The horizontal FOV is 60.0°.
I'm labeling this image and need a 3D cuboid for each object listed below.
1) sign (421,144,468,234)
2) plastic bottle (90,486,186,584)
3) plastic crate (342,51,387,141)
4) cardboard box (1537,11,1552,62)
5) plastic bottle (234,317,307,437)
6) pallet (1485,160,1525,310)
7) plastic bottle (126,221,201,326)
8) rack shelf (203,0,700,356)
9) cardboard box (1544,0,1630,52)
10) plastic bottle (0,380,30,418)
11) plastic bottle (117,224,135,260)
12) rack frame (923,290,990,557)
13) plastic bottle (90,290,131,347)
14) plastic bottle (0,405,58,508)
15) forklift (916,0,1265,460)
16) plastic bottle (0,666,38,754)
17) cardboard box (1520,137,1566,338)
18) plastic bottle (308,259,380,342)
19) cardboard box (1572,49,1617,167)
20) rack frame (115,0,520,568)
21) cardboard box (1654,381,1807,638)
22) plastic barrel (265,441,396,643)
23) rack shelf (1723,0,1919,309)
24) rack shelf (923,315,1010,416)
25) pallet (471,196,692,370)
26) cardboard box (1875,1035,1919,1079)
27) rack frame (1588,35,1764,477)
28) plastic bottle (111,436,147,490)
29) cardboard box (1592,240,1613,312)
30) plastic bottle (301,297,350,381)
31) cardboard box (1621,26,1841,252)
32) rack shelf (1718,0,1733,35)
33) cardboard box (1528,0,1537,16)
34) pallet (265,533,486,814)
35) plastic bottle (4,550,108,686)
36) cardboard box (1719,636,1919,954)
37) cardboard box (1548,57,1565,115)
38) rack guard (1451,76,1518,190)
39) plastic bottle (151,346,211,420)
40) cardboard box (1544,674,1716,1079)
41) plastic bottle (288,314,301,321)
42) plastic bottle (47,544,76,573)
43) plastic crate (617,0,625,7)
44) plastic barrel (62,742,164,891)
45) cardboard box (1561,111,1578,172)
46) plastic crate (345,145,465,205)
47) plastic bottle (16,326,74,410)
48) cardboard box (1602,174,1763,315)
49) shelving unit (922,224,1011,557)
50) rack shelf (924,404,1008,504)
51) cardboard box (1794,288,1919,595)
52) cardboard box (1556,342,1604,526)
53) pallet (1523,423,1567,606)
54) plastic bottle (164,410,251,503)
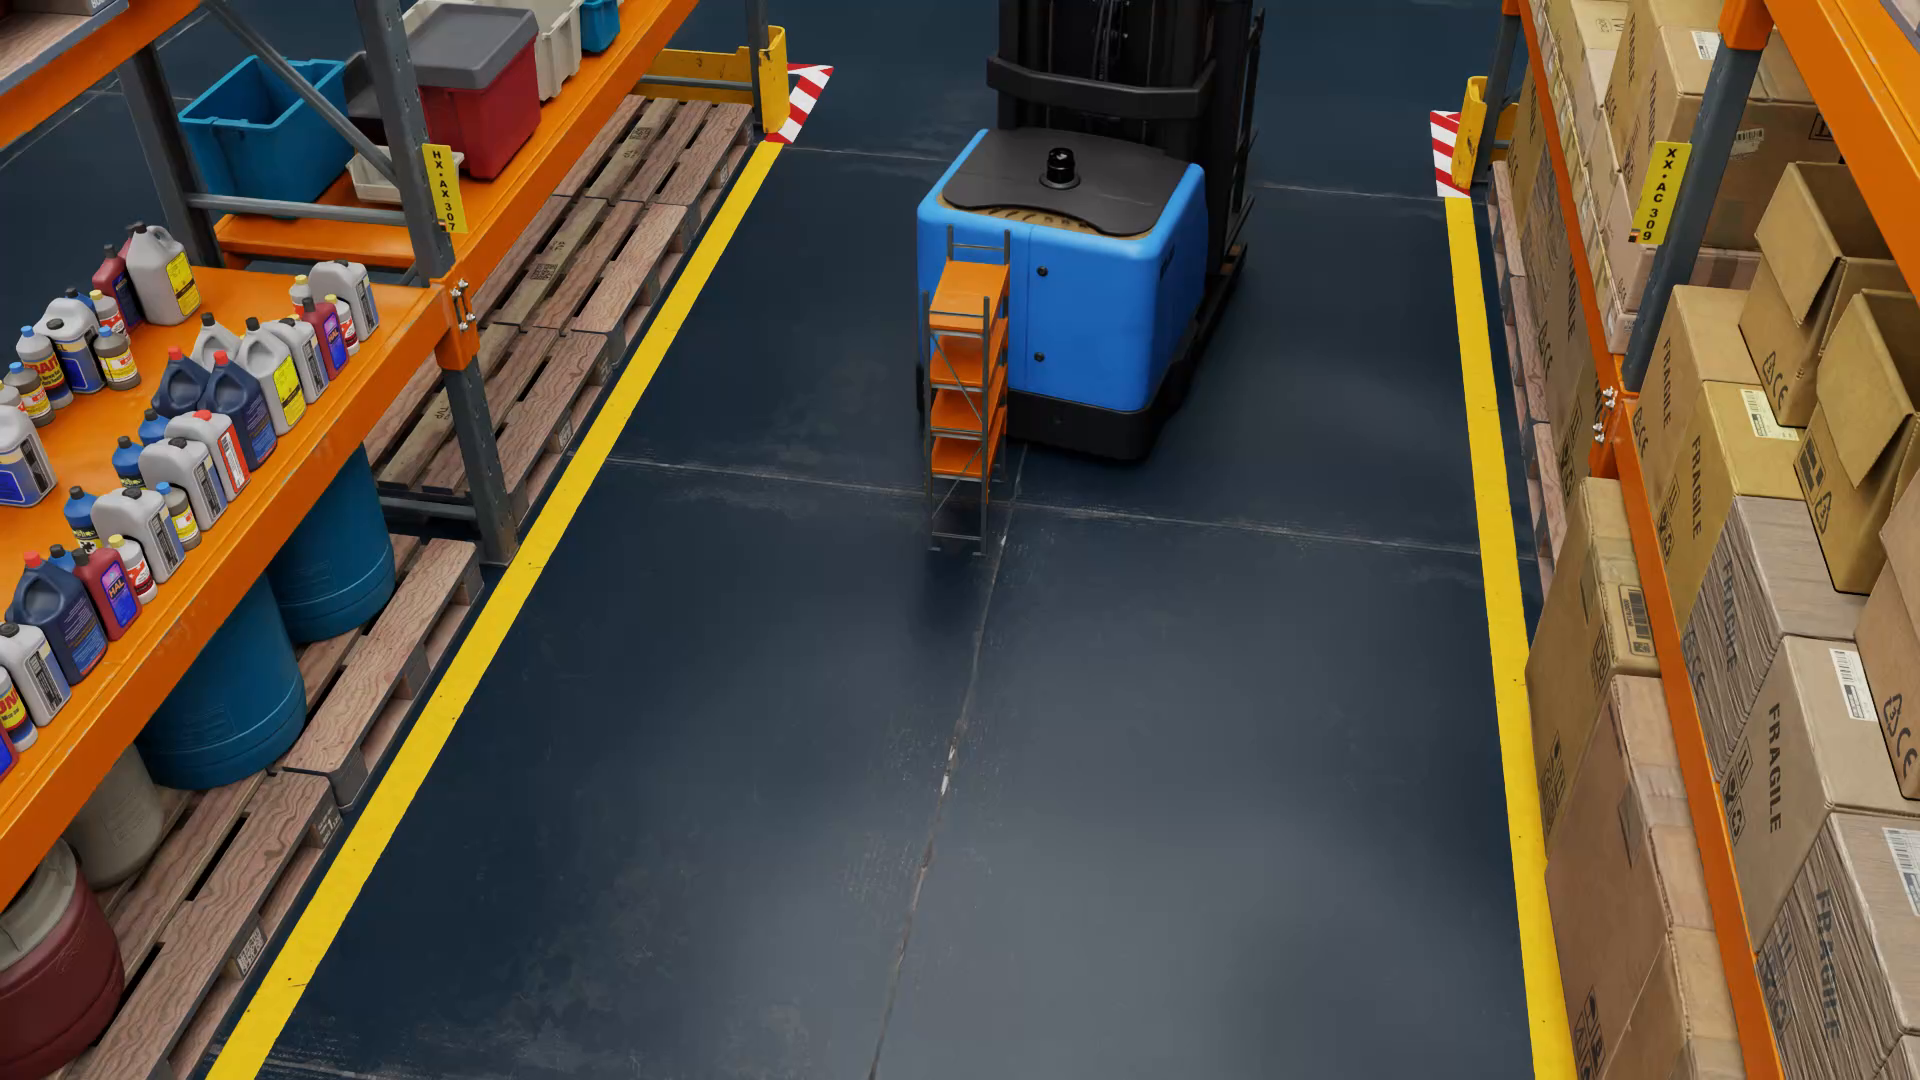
[{"bbox_3d":[-1.736,-1.182,5.609,0.100,0.325,0.005,6,40,8],"label":"sign"},{"bbox_3d":[-2.241,-0.031,4.531,0.152,0.276,0.135,6,40,8],"label":"plastic bottle"},{"bbox_3d":[-2.349,-1.787,6.726,0.437,0.125,0.590,6,40,8],"label":"plastic crate"},{"bbox_3d":[2.730,-2.173,7.222,0.380,0.149,0.250,6,40,7],"label":"cardboard box"},{"bbox_3d":[-2.114,-0.506,5.046,0.144,0.351,0.185,6,40,8],"label":"plastic bottle"},{"bbox_3d":[3.231,-1.517,8.419,1.003,0.211,1.213,6,40,8],"label":"pallet"},{"bbox_3d":[-2.665,-0.908,5.533,0.144,0.351,0.185,6,40,8],"label":"plastic bottle"},{"bbox_3d":[-1.932,-2.115,7.519,1.077,0.370,4.000,6,40,8],"label":"rack shelf"},{"bbox_3d":[2.770,-2.245,6.996,0.500,0.250,0.500,5,40,6],"label":"cardboard box"},{"bbox_3d":[-2.877,-0.391,5.025,0.097,0.201,0.097,0,40,0],"label":"plastic bottle"},{"bbox_3d":[-2.761,-0.909,5.588,0.061,0.283,0.133,6,40,8],"label":"plastic bottle"},{"bbox_3d":[-0.014,-0.413,6.308,0.240,1.200,0.015,6,40,8],"label":"rack frame"},{"bbox_3d":[-2.786,-0.720,5.422,0.097,0.201,0.097,0,40,0],"label":"plastic bottle"},{"bbox_3d":[-2.743,-0.243,4.788,0.152,0.276,0.135,6,40,8],"label":"plastic bottle"},{"bbox_3d":[0.797,-2.415,7.370,1.130,2.935,3.031,13,41,16],"label":"forklift"},{"bbox_3d":[-2.330,0.392,4.023,0.097,0.271,0.097,0,40,0],"label":"plastic bottle"},{"bbox_3d":[3.103,-1.463,7.504,0.875,0.875,0.875,6,40,8],"label":"cardboard box"},{"bbox_3d":[-2.027,-0.807,5.469,0.152,0.276,0.135,6,40,8],"label":"plastic bottle"},{"bbox_3d":[2.594,-1.600,6.215,0.500,0.250,0.500,7,40,9],"label":"cardboard box"},{"bbox_3d":[-2.278,-1.138,5.772,1.000,3.000,0.127,6,40,8],"label":"rack frame"},{"bbox_3d":[2.189,-0.053,4.382,0.500,0.500,0.500,6,40,8],"label":"cardboard box"},{"bbox_3d":[-2.389,-0.151,5.896,0.600,0.901,0.708,6,40,8],"label":"plastic barrel"},{"bbox_3d":[2.254,-0.215,2.867,1.077,0.370,4.000,6,40,8],"label":"rack shelf"},{"bbox_3d":[0.029,-0.687,6.394,0.258,0.148,0.480,6,40,8],"label":"rack shelf"},{"bbox_3d":[-1.980,-1.296,8.152,1.003,0.211,1.213,6,40,8],"label":"pallet"},{"bbox_3d":[1.842,1.231,2.828,0.500,0.500,0.500,6,40,7],"label":"cardboard box"},{"bbox_3d":[2.601,-0.591,5.111,1.000,3.000,0.127,6,40,8],"label":"rack frame"},{"bbox_3d":[-2.327,-0.177,4.711,0.097,0.271,0.097,0,40,0],"label":"plastic bottle"},{"bbox_3d":[2.375,-0.884,5.662,0.380,0.149,0.250,7,40,9],"label":"cardboard box"},{"bbox_3d":[-2.023,-0.659,5.285,0.061,0.283,0.133,6,40,8],"label":"plastic bottle"},{"bbox_3d":[2.417,-1.255,5.210,0.500,0.500,0.500,7,40,9],"label":"cardboard box"},{"bbox_3d":[2.947,-2.725,5.903,1.077,0.370,4.000,6,40,8],"label":"rack shelf"},{"bbox_3d":[2.819,-2.497,7.613,0.380,0.149,0.250,6,40,7],"label":"cardboard box"},{"bbox_3d":[-2.452,0.417,6.080,1.003,0.211,1.213,6,40,8],"label":"pallet"},{"bbox_3d":[-2.305,0.186,4.210,0.144,0.351,0.185,6,40,8],"label":"plastic bottle"},{"bbox_3d":[2.017,0.586,3.609,0.500,0.500,0.500,7,40,9],"label":"cardboard box"},{"bbox_3d":[2.641,-1.853,6.834,0.380,0.149,0.250,5,40,7],"label":"cardboard box"},{"bbox_3d":[3.297,-2.153,8.962,1.175,0.500,0.348,6,40,8],"label":"rack guard"},{"bbox_3d":[-2.288,-0.405,4.925,0.144,0.351,0.185,6,40,8],"label":"plastic bottle"},{"bbox_3d":[2.356,1.030,4.488,1.225,0.875,0.875,5,40,6],"label":"cardboard box"},{"bbox_3d":[-2.104,-0.625,5.308,0.097,0.201,0.097,0,40,0],"label":"plastic bottle"},{"bbox_3d":[-2.318,0.124,4.347,0.097,0.271,0.097,0,40,0],"label":"plastic bottle"},{"bbox_3d":[-1.670,-2.492,7.570,0.298,0.136,0.250,6,40,8],"label":"plastic crate"},{"bbox_3d":[-2.697,0.788,5.066,0.421,0.512,0.421,0,40,0],"label":"plastic barrel"},{"bbox_3d":[2.553,-1.529,6.442,0.380,0.149,0.250,6,40,7],"label":"cardboard box"},{"bbox_3d":[-2.056,-1.335,6.171,0.396,0.136,0.243,6,40,8],"label":"plastic crate"},{"bbox_3d":[-2.843,-0.540,5.150,0.097,0.271,0.097,0,40,0],"label":"plastic bottle"},{"bbox_3d":[2.418,-0.954,5.434,0.500,0.250,0.500,6,40,7],"label":"cardboard box"},{"bbox_3d":[0.029,-0.566,6.493,0.258,1.200,0.503,6,40,8],"label":"shelving unit"},{"bbox_3d":[0.029,-0.361,6.663,0.258,0.148,0.480,6,40,8],"label":"rack shelf"},{"bbox_3d":[2.368,-0.185,3.754,0.797,0.503,0.637,7,40,8],"label":"cardboard box"},{"bbox_3d":[2.794,-0.340,6.145,0.875,0.875,0.875,6,40,8],"label":"cardboard box"},{"bbox_3d":[2.809,0.015,6.567,1.003,0.211,1.213,6,40,8],"label":"pallet"},{"bbox_3d":[-2.178,-0.261,4.809,0.152,0.276,0.135,6,40,8],"label":"plastic bottle"}]
